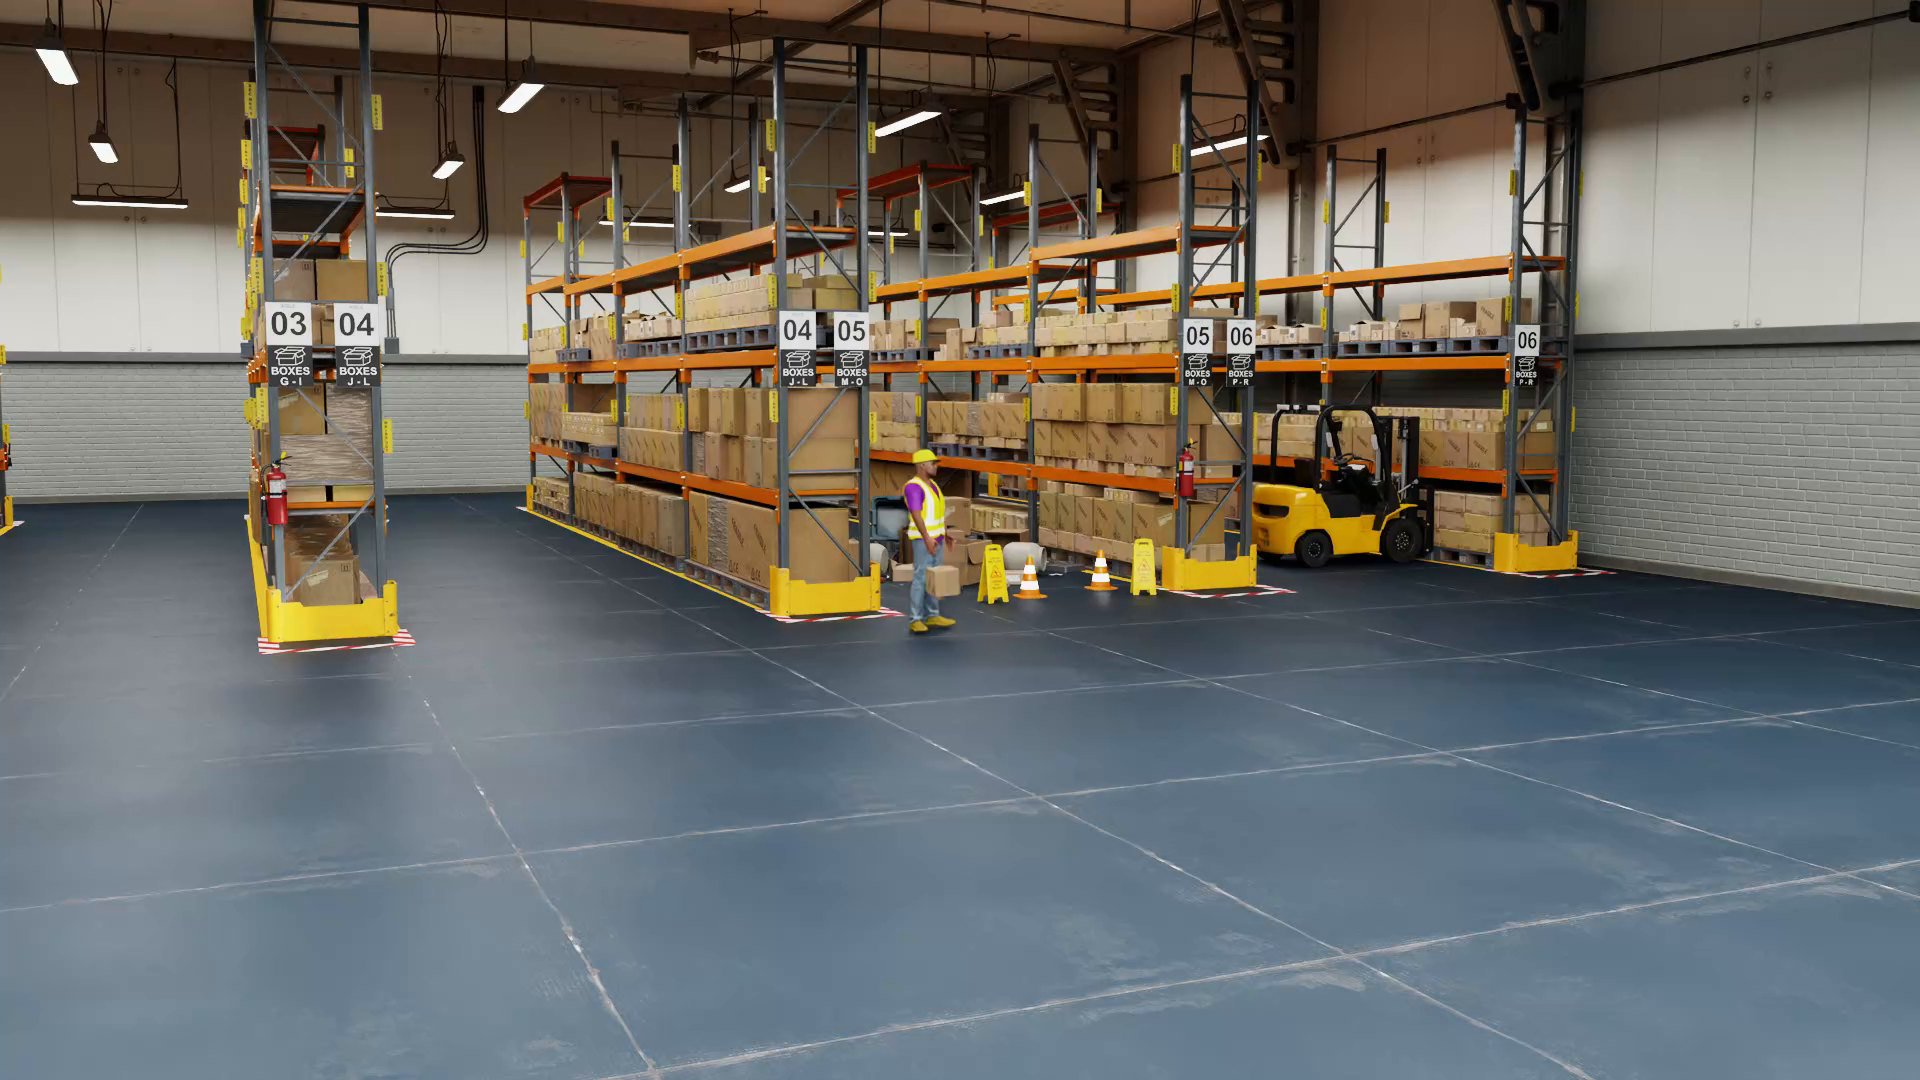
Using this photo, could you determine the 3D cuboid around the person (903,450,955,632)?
[{"bbox_3d":[-0.315,-0.006,16.443,0.400,1.772,0.600,2,6,24],"label":"person"}]
